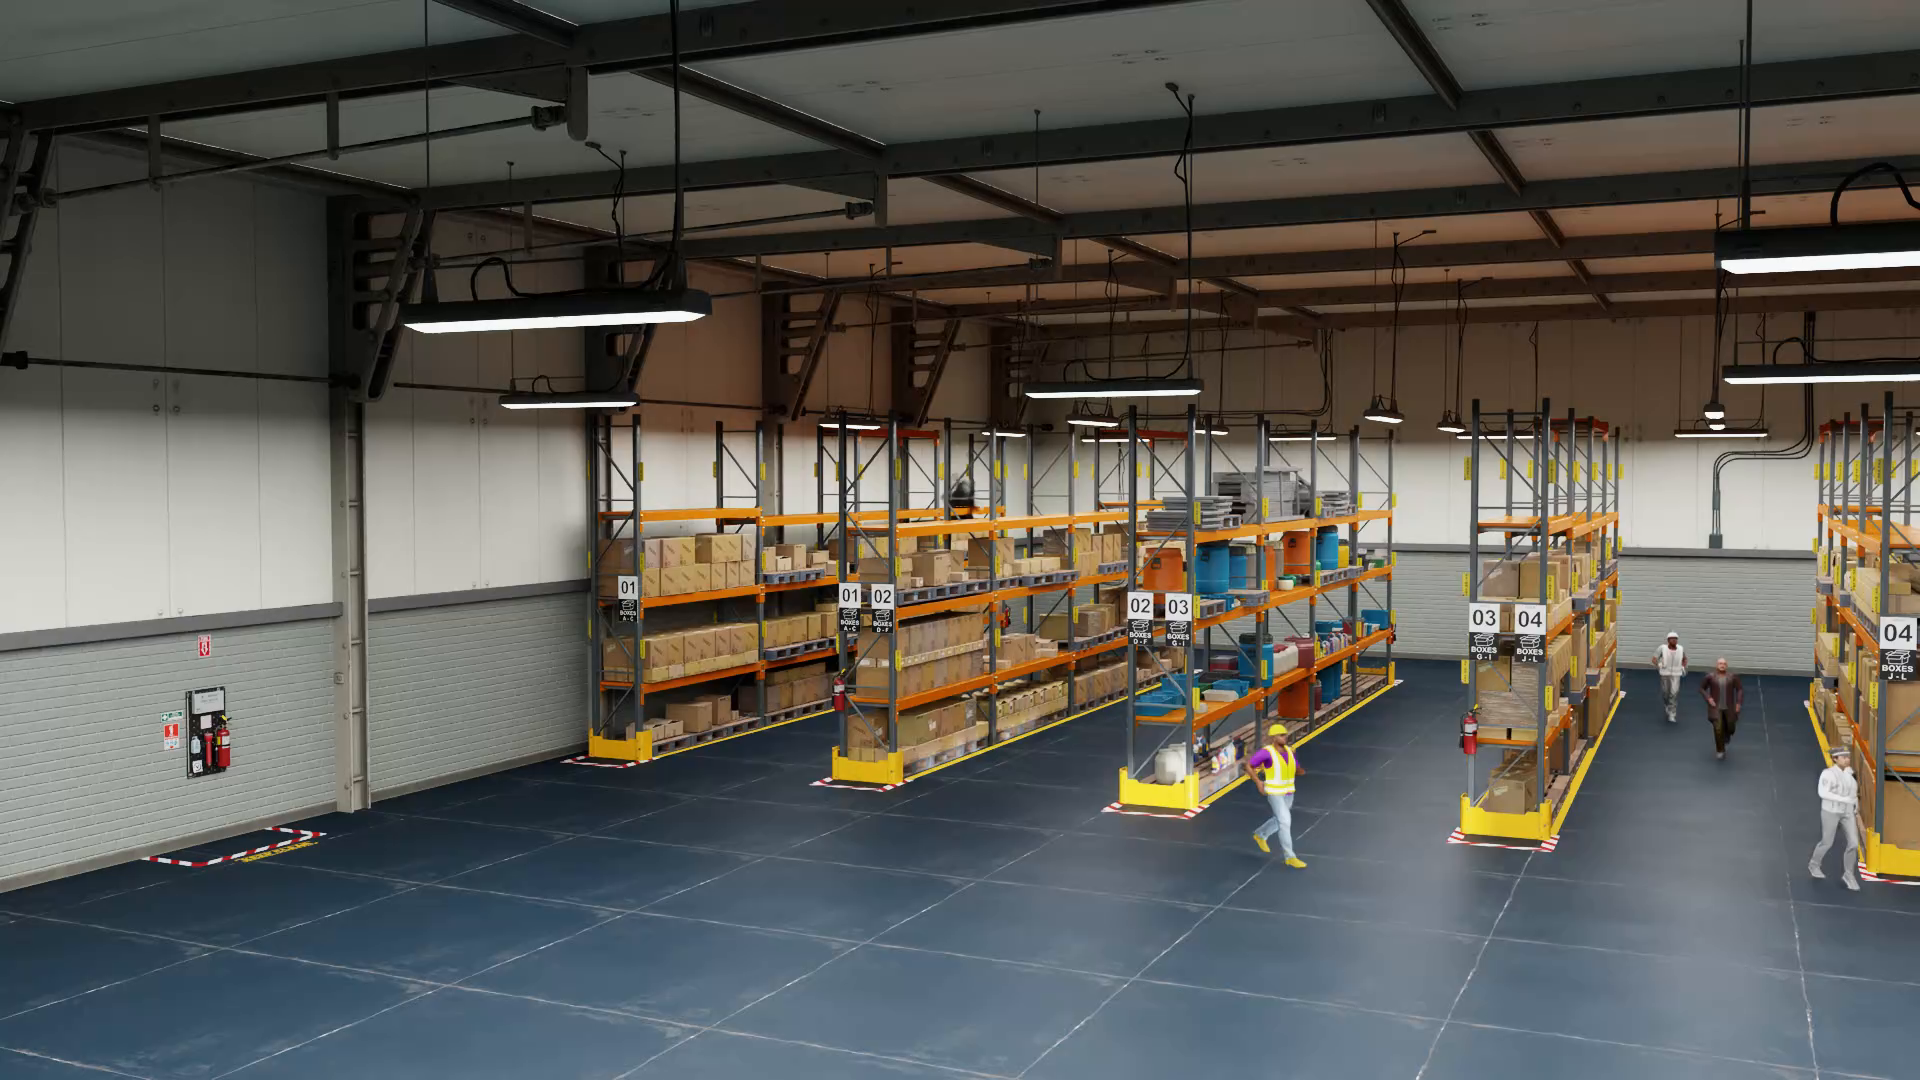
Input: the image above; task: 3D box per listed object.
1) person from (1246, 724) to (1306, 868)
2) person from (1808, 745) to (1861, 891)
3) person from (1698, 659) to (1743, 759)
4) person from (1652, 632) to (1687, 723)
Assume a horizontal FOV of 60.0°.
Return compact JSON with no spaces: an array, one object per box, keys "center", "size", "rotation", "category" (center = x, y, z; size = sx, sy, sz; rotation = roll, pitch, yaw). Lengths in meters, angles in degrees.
[{"center":[4.068,3.219,21.197],"size":[0.703,1.745,0.992],"rotation":[-2,3,-37],"category":"person"},{"center":[10.620,3.341,20.112],"size":[0.627,1.763,0.739],"rotation":[0,2,-11],"category":"person"},{"center":[13.403,2.948,29.287],"size":[0.730,1.724,0.717],"rotation":[1,2,15],"category":"person"},{"center":[14.314,2.742,33.528],"size":[0.670,1.783,0.859],"rotation":[1,2,18],"category":"person"}]
